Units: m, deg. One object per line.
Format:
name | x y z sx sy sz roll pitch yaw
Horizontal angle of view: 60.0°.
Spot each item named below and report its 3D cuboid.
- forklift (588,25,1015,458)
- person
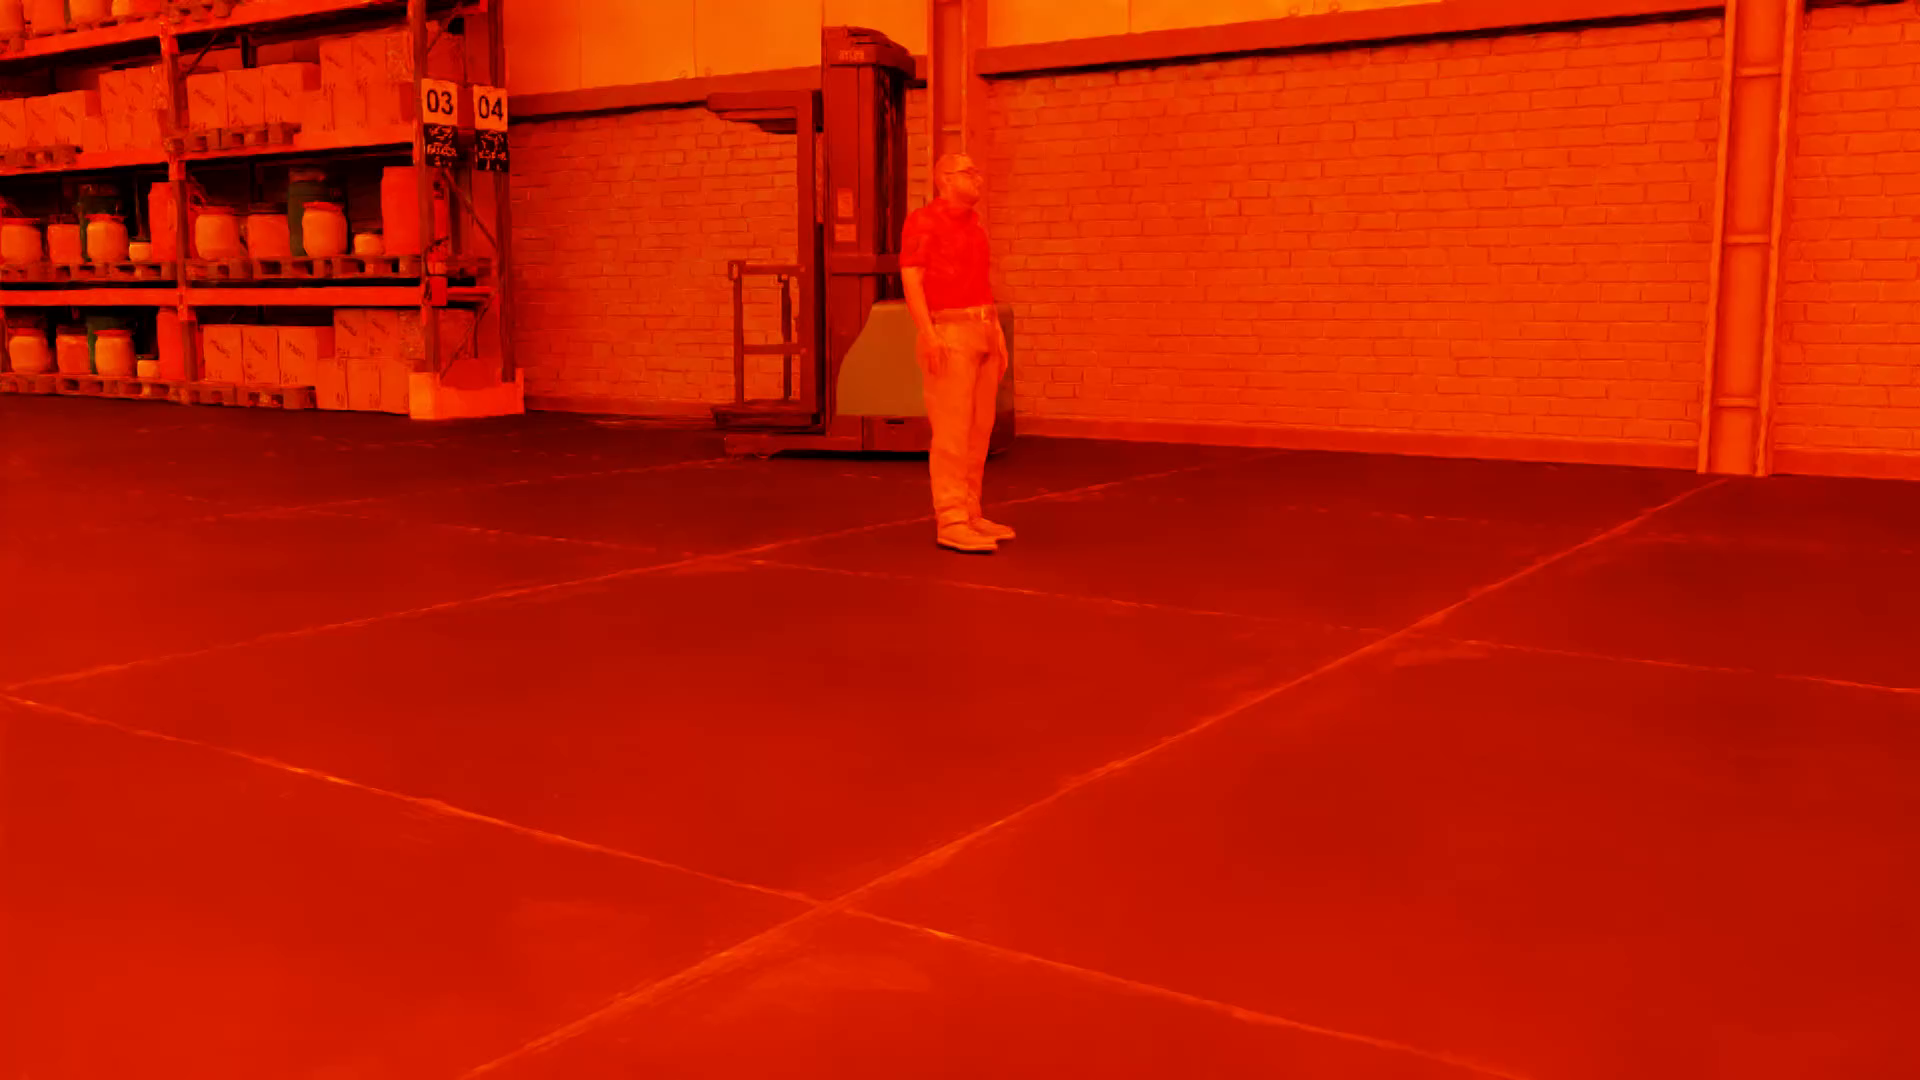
forklift | -1.169 -2.094 11.921 3.031 2.935 1.130 2 8 14
person | 0.068 -0.855 7.421 0.550 1.727 0.640 5 10 34
